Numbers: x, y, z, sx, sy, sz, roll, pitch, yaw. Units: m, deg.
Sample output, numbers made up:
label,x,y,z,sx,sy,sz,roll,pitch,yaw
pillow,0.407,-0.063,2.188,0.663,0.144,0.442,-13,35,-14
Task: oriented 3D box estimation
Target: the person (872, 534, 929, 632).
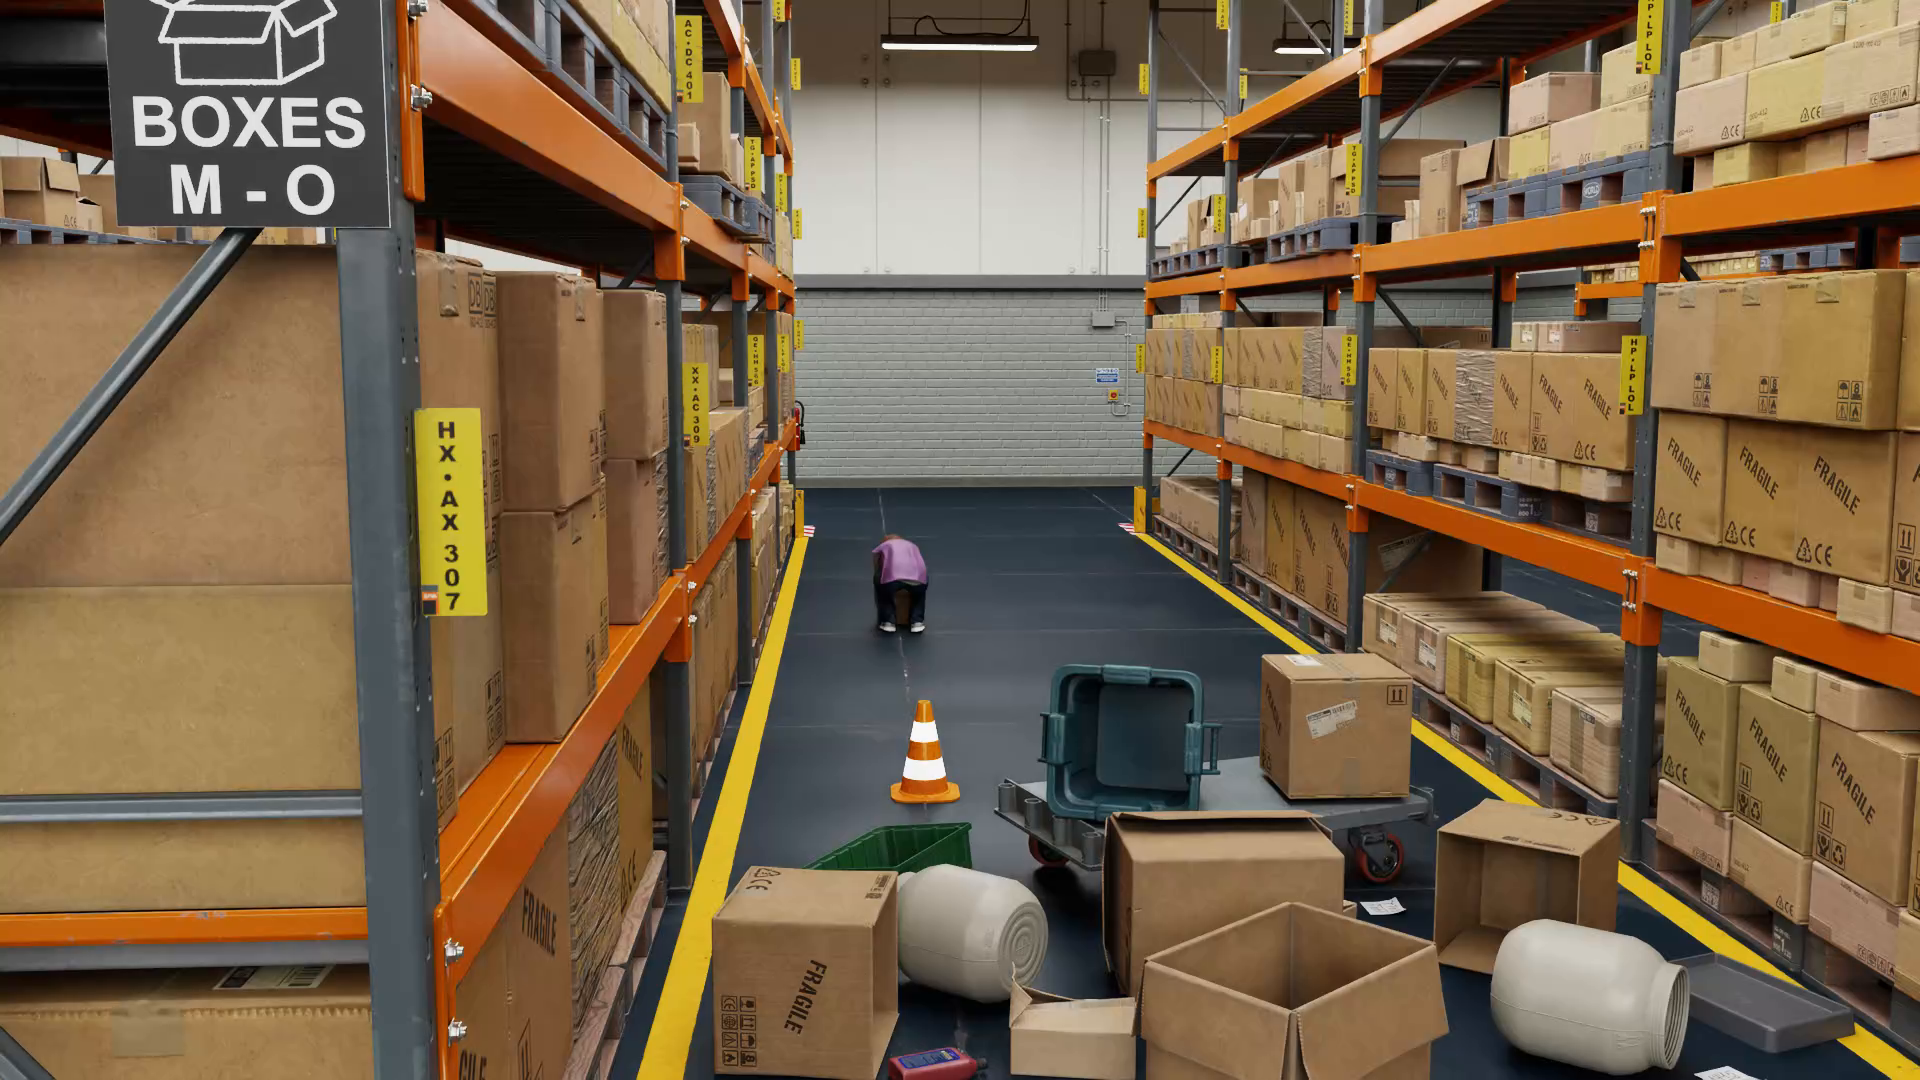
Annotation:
label,x,y,z,sx,sy,sz,roll,pitch,yaw
person,-0.458,0.351,12.766,0.426,0.717,0.852,-1,7,-5
